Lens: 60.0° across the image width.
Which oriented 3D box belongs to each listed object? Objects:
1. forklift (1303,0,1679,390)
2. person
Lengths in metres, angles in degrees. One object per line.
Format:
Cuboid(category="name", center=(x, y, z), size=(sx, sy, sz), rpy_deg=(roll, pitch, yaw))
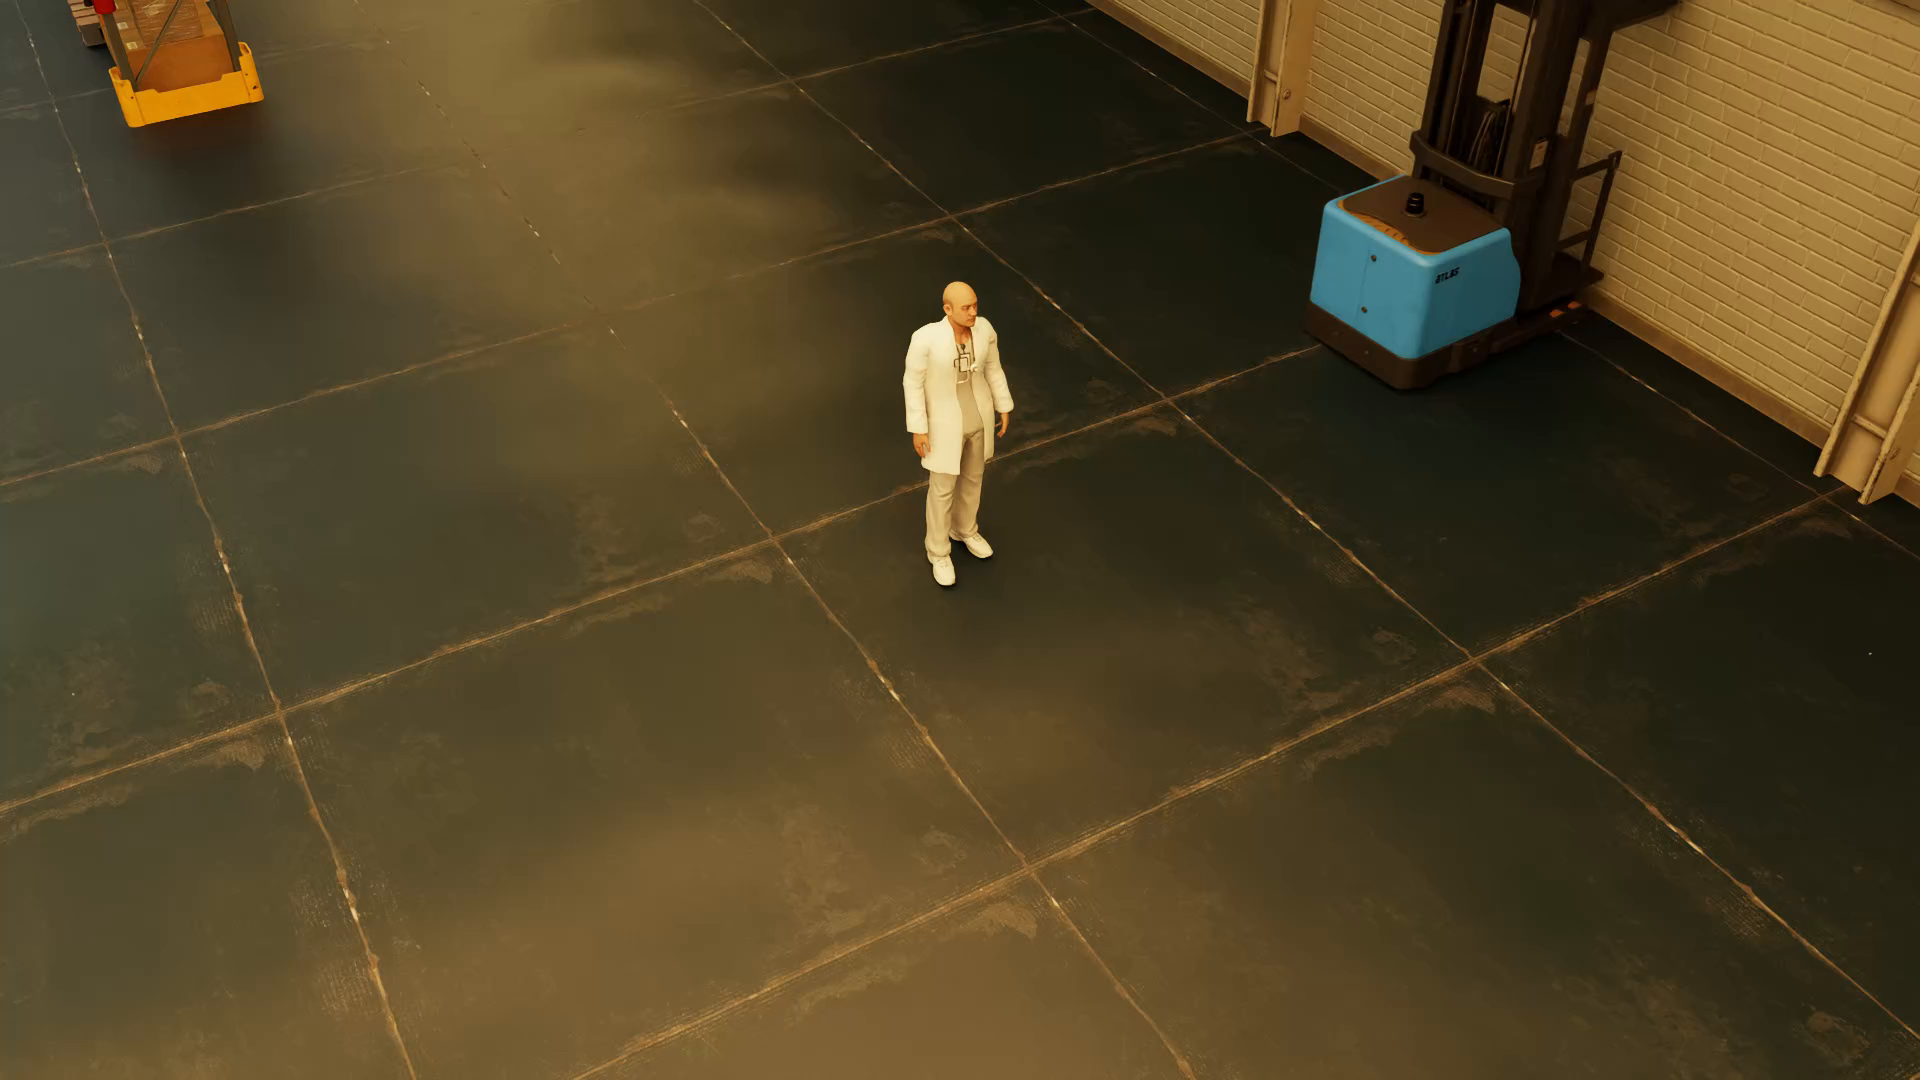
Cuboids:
Cuboid(category="forklift", center=(4.001, -2.903, 11.536), size=(3.031, 2.935, 1.130), rpy_deg=(-23, 45, -26))
Cuboid(category="person", center=(0.043, -0.638, 9.697), size=(0.698, 1.778, 0.578), rpy_deg=(-20, 44, -23))
